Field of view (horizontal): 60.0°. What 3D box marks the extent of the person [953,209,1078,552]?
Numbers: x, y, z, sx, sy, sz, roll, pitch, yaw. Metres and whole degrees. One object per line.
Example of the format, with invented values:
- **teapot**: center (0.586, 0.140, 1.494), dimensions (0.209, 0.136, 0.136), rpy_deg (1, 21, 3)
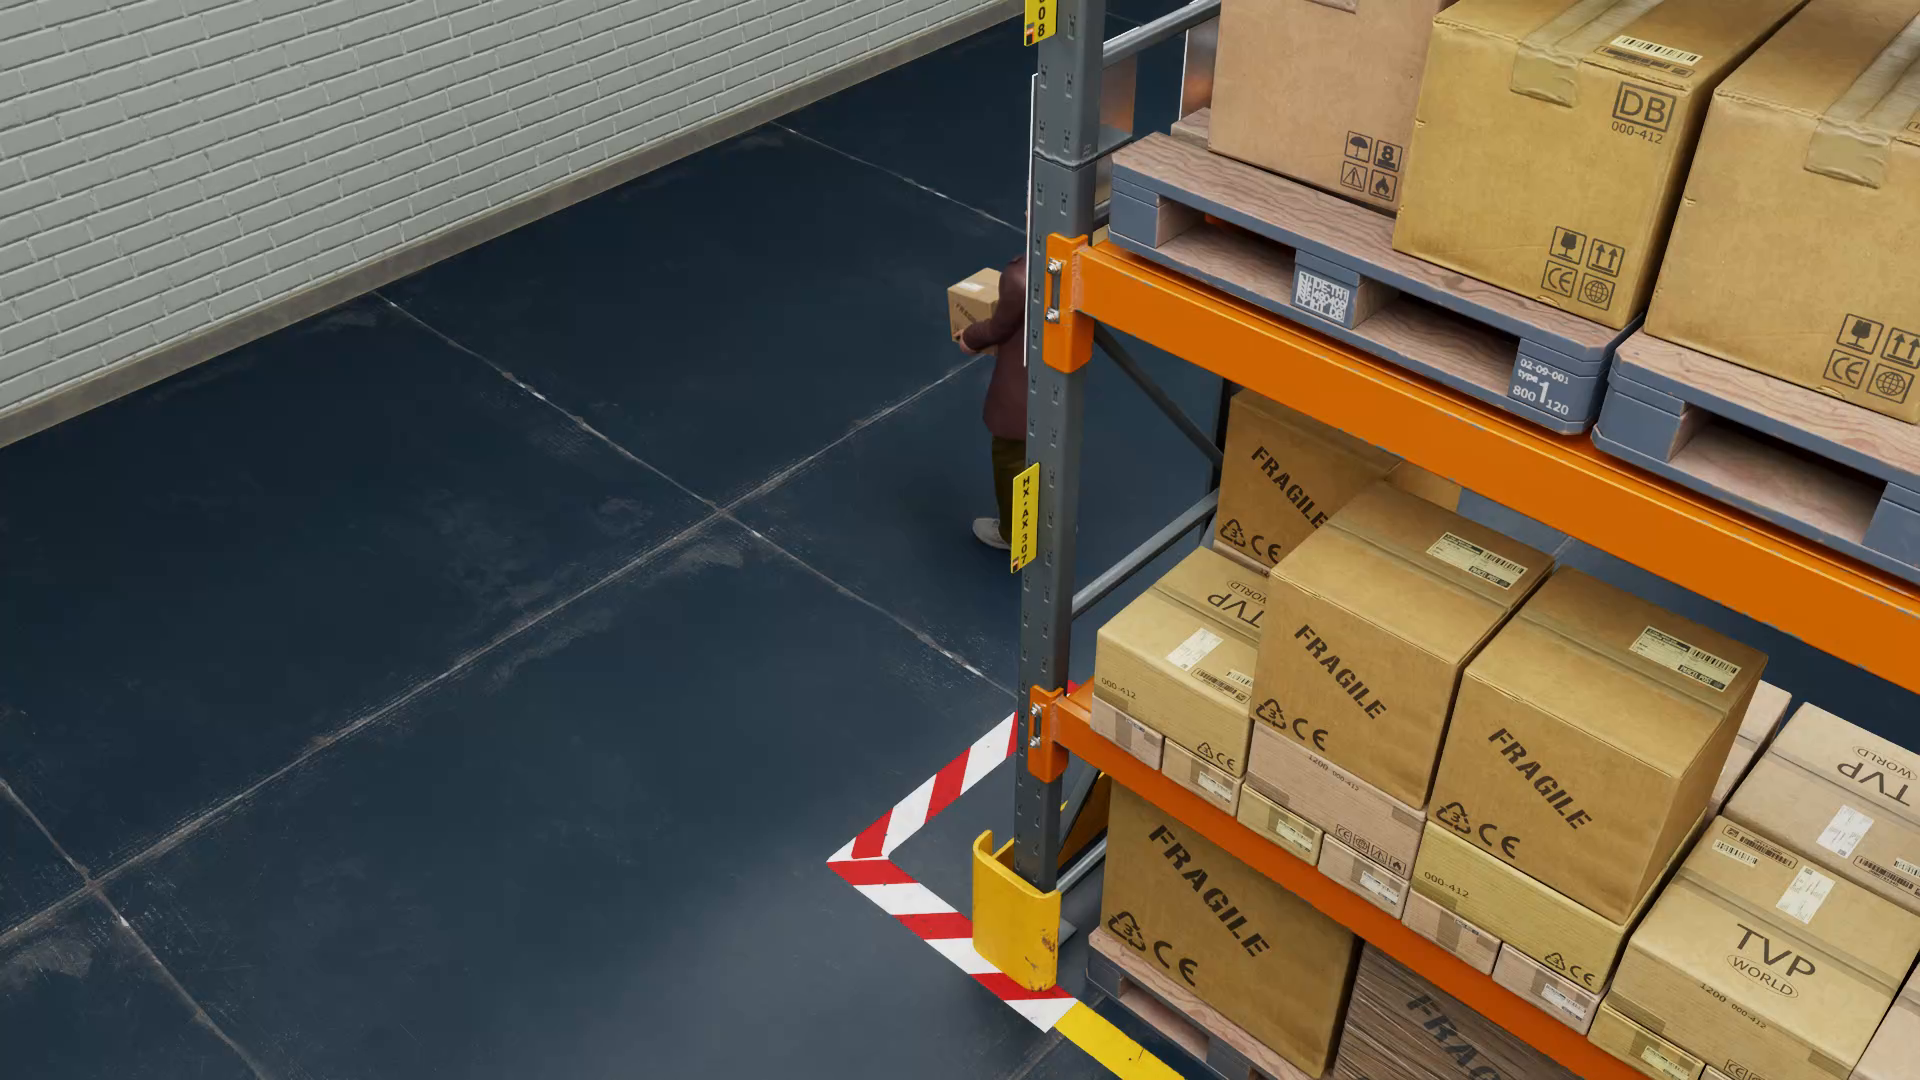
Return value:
- **person**: center (0.258, -0.747, 7.099), dimensions (0.555, 1.769, 0.529), rpy_deg (30, 48, 32)
